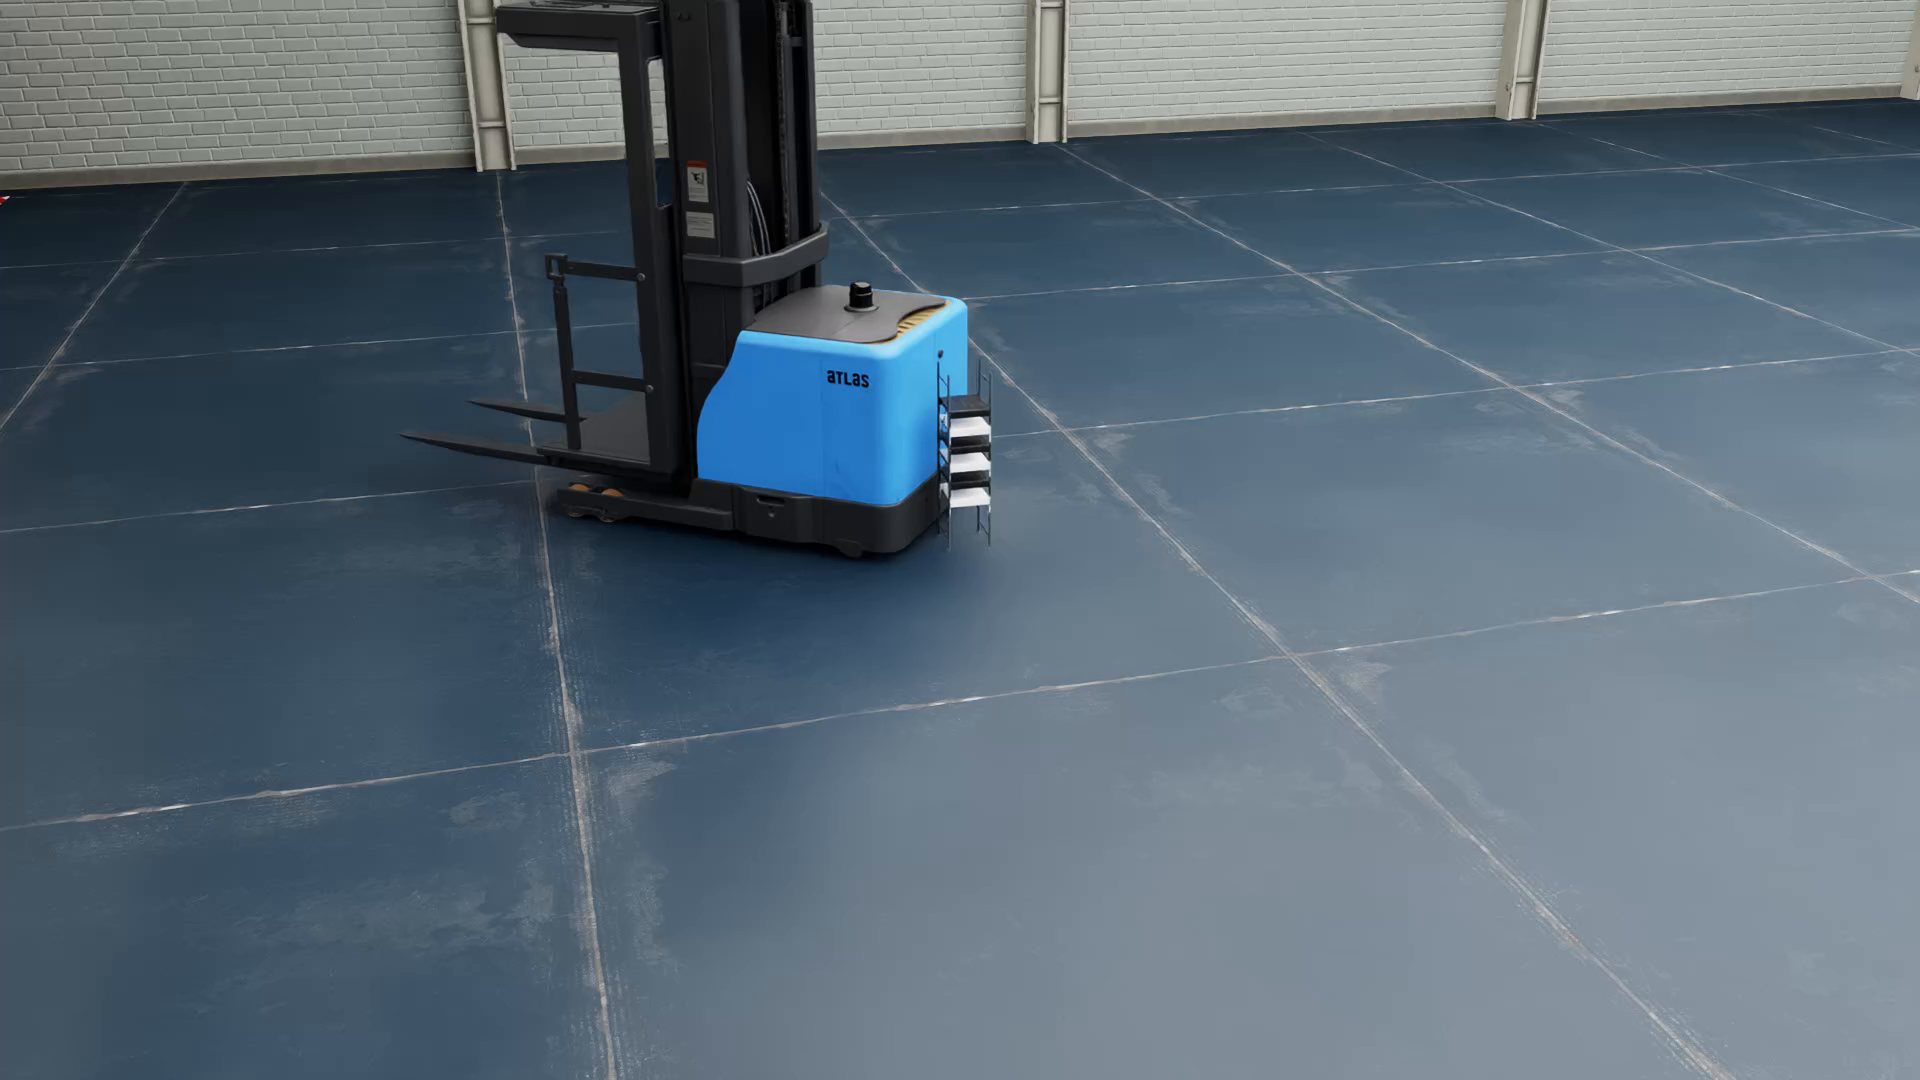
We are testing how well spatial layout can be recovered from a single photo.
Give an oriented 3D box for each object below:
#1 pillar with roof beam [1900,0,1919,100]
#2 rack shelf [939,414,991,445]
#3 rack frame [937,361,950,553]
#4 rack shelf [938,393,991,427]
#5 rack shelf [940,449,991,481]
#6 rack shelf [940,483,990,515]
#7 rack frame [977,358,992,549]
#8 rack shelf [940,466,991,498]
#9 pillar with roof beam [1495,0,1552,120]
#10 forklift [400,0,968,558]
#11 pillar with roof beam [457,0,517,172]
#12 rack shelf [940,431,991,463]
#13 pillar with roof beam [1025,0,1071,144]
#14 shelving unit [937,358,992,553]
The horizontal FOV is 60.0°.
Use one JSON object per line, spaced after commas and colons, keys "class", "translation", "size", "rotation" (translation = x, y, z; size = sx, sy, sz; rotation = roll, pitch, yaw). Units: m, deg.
{"class": "pillar with roof beam", "translation": [13.686, -8.278, 16.131], "size": [0.400, 9.000, 9.100], "rotation": [-6, 24, -14]}
{"class": "rack shelf", "translation": [0.020, -0.541, 7.997], "size": [0.200, 0.077, 0.258], "rotation": [-6, 24, -13]}
{"class": "rack frame", "translation": [-0.079, -0.397, 8.033], "size": [0.006, 0.900, 0.240], "rotation": [-6, 24, -13]}
{"class": "rack shelf", "translation": [0.020, -0.624, 7.961], "size": [0.200, 0.077, 0.258], "rotation": [-6, 24, -13]}
{"class": "rack shelf", "translation": [0.020, -0.376, 8.068], "size": [0.200, 0.077, 0.258], "rotation": [-6, 24, -13]}
{"class": "rack shelf", "translation": [0.020, -0.211, 8.139], "size": [0.200, 0.077, 0.258], "rotation": [-6, 24, -13]}
{"class": "rack frame", "translation": [0.119, -0.416, 8.077], "size": [0.006, 0.900, 0.240], "rotation": [-6, 24, -13]}
{"class": "rack shelf", "translation": [0.020, -0.293, 8.104], "size": [0.200, 0.077, 0.258], "rotation": [-6, 24, -13]}
{"class": "pillar with roof beam", "translation": [7.909, -7.639, 14.641], "size": [0.400, 9.000, 9.100], "rotation": [-6, 24, -14]}
{"class": "forklift", "translation": [-1.516, -1.618, 8.304], "size": [3.031, 2.935, 1.130], "rotation": [9, 25, 20]}
{"class": "pillar with roof beam", "translation": [-3.645, -6.361, 11.662], "size": [0.400, 9.000, 9.100], "rotation": [-6, 24, -14]}
{"class": "rack shelf", "translation": [0.020, -0.459, 8.033], "size": [0.200, 0.077, 0.258], "rotation": [-6, 24, -13]}
{"class": "pillar with roof beam", "translation": [2.132, -7.000, 13.152], "size": [0.400, 9.000, 9.100], "rotation": [-6, 24, -14]}
{"class": "shelving unit", "translation": [0.020, -0.406, 8.055], "size": [0.210, 0.900, 0.258], "rotation": [-6, 24, -13]}
